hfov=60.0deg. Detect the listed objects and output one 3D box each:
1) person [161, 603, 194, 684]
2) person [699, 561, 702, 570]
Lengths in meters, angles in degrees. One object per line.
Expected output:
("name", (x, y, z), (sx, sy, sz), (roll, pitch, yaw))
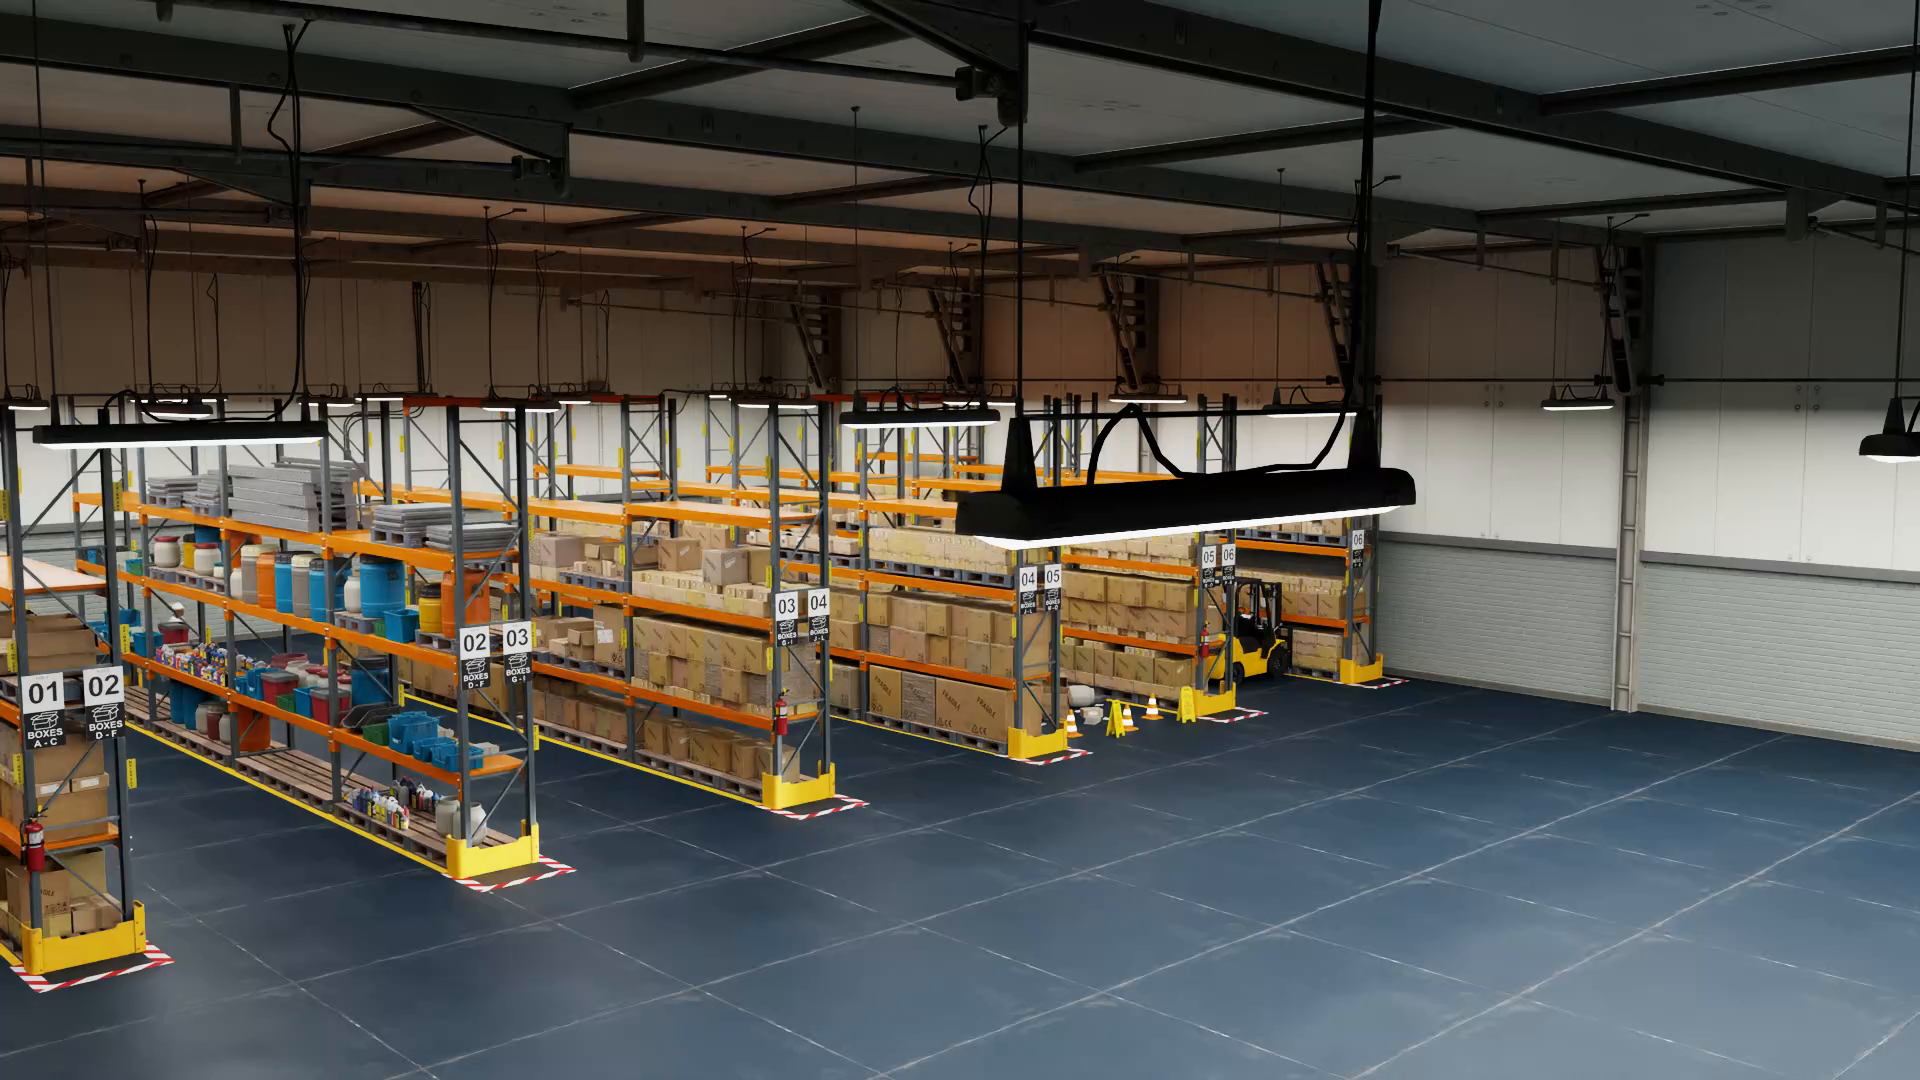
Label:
("person", (-16.032, 2.150, 34.241), (1.065, 1.728, 0.589), (2, 6, 21))
("person", (-6.784, 1.088, 45.250), (0.618, 1.728, 0.923), (4, 7, 38))
